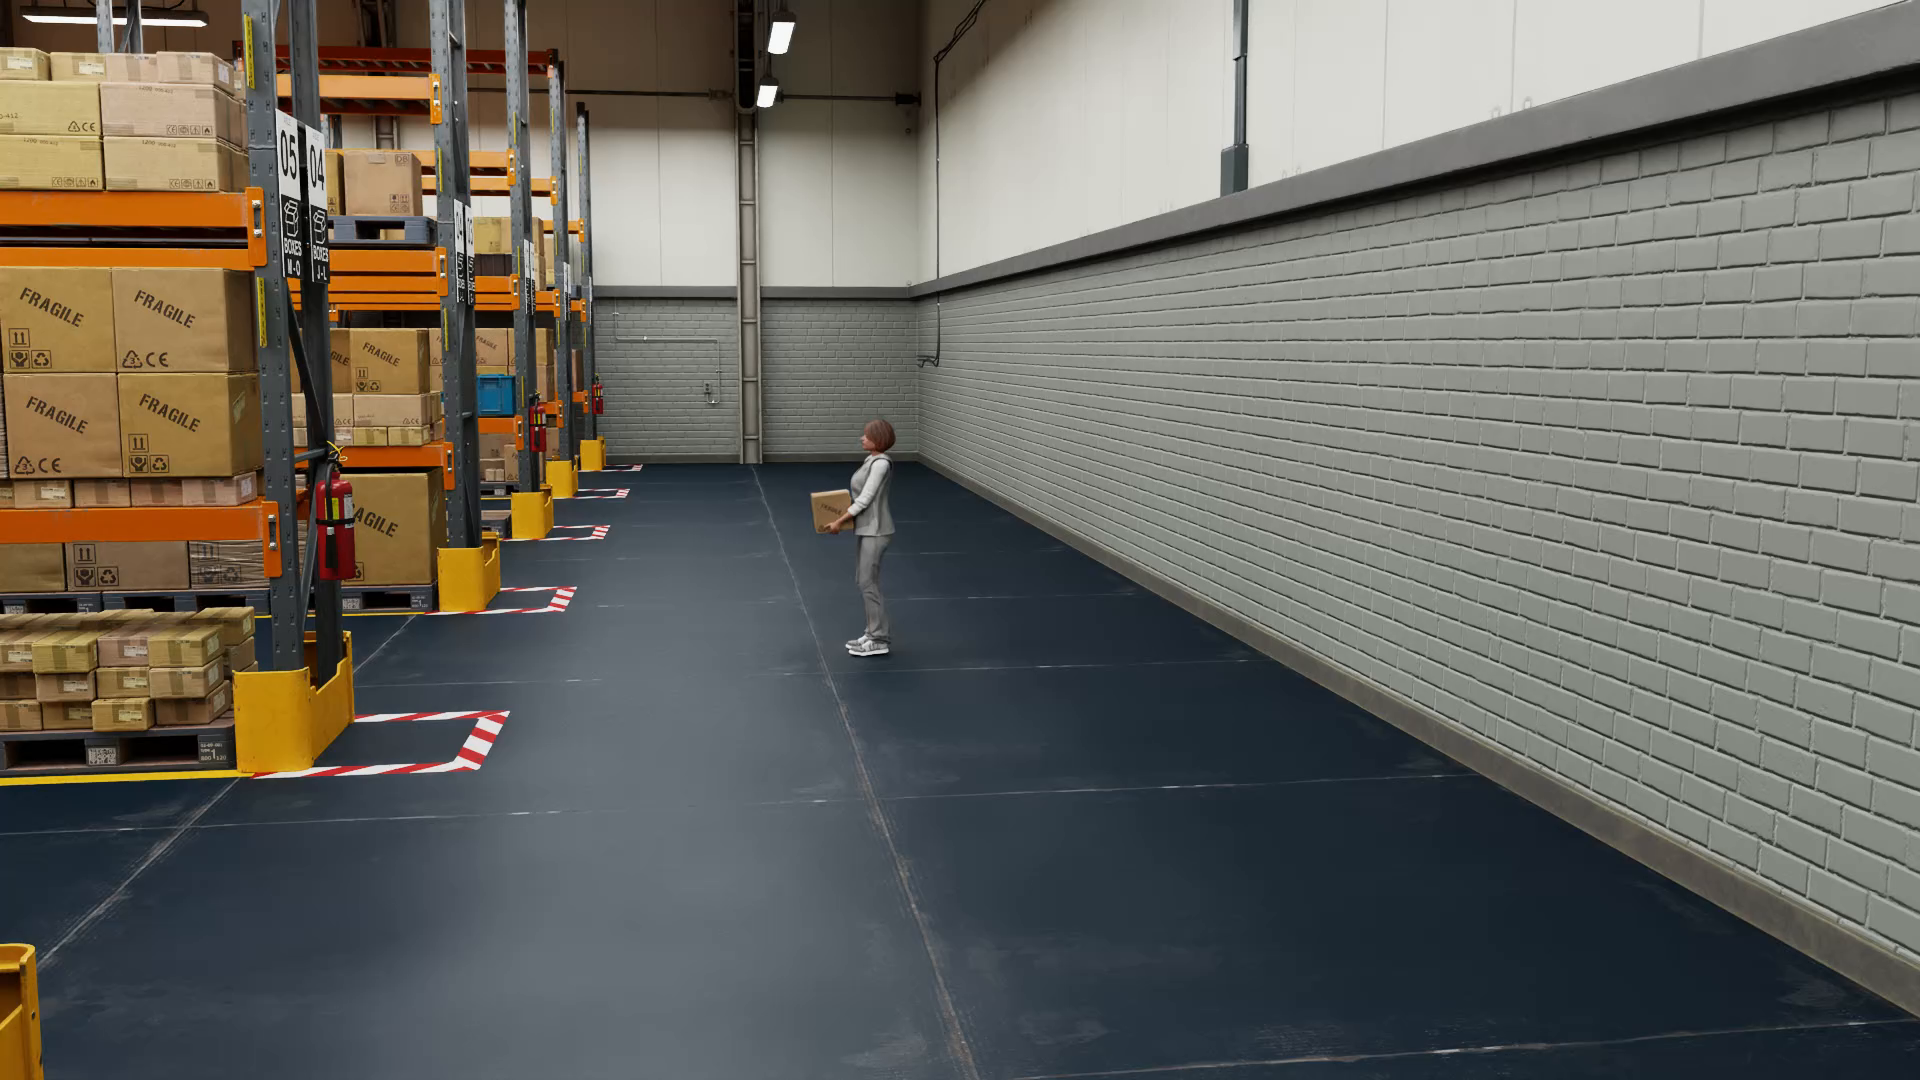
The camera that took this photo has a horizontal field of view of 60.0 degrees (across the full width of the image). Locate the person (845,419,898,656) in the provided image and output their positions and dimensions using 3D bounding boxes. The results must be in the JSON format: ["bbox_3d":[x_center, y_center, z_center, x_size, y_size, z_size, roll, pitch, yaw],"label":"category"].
[{"bbox_3d":[-0.603,-0.024,11.230,0.343,1.593,0.485,-1,7,-12],"label":"person"}]
